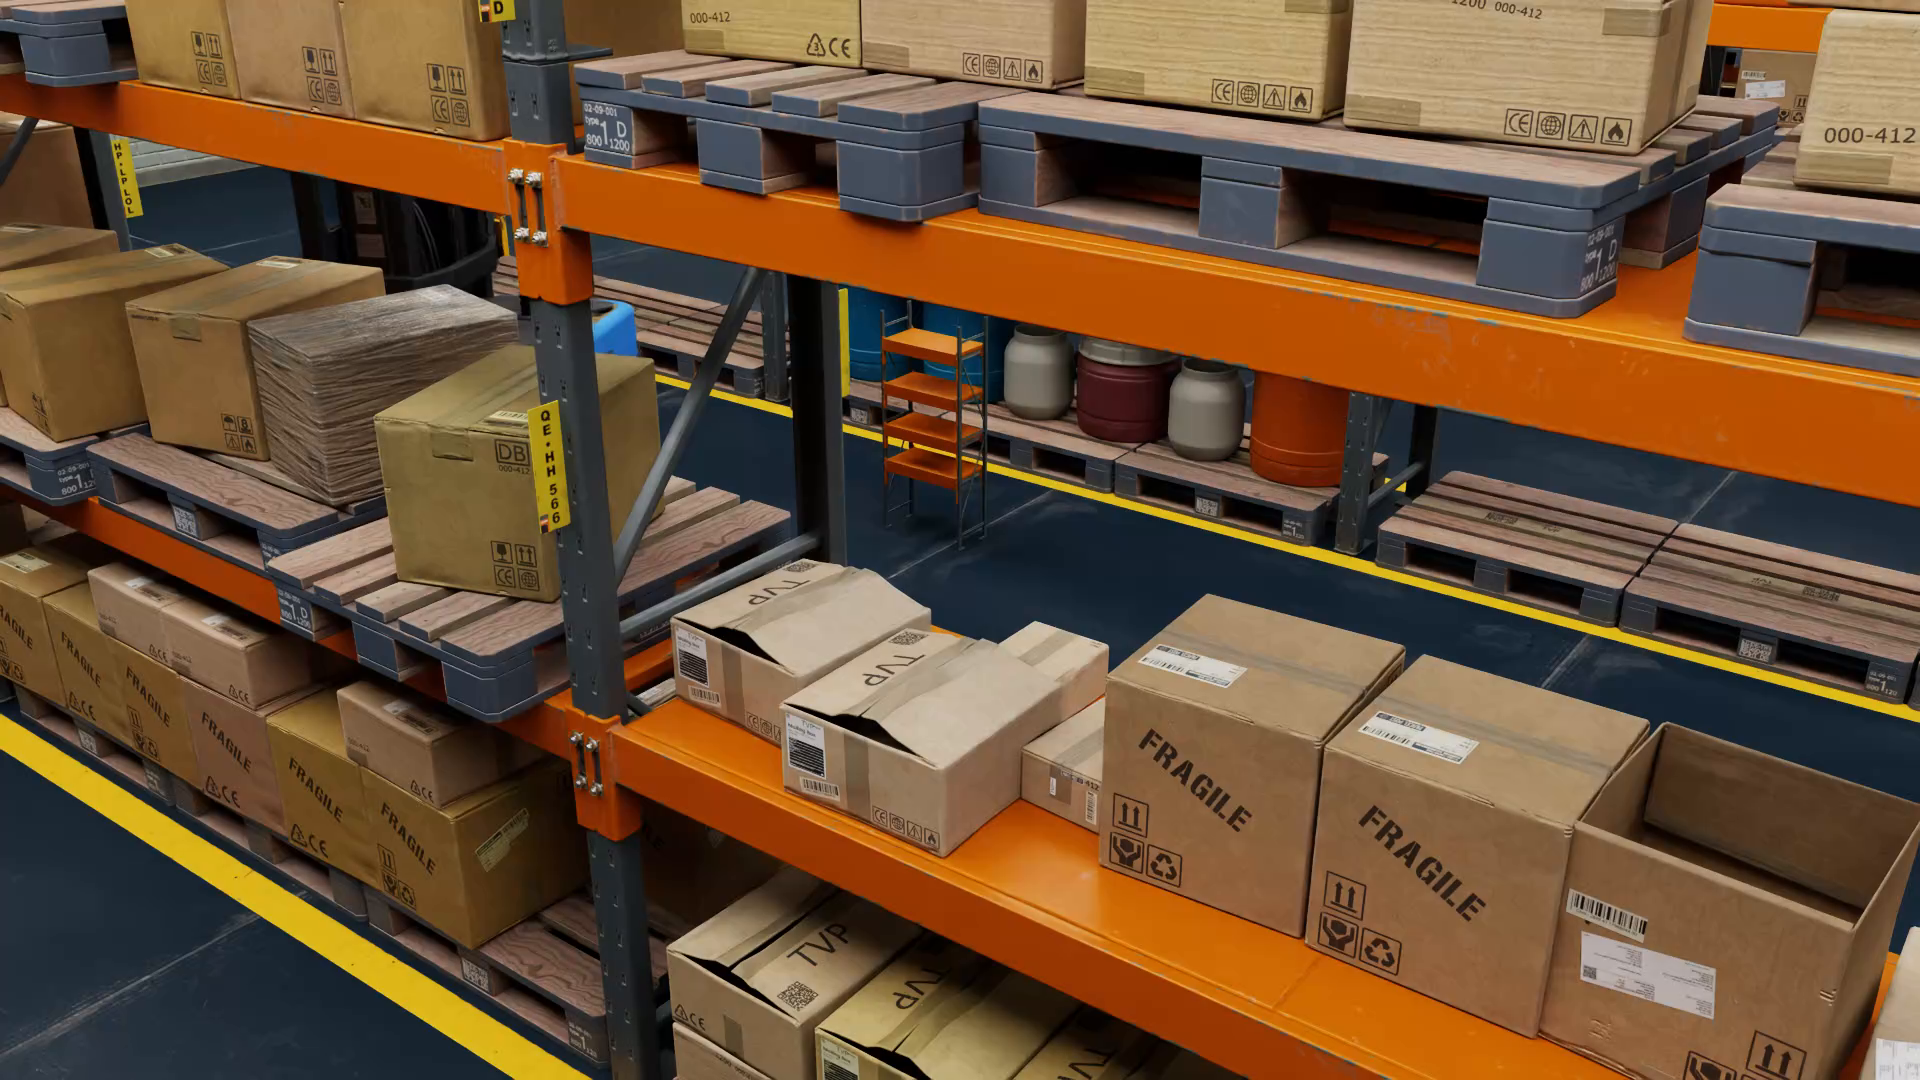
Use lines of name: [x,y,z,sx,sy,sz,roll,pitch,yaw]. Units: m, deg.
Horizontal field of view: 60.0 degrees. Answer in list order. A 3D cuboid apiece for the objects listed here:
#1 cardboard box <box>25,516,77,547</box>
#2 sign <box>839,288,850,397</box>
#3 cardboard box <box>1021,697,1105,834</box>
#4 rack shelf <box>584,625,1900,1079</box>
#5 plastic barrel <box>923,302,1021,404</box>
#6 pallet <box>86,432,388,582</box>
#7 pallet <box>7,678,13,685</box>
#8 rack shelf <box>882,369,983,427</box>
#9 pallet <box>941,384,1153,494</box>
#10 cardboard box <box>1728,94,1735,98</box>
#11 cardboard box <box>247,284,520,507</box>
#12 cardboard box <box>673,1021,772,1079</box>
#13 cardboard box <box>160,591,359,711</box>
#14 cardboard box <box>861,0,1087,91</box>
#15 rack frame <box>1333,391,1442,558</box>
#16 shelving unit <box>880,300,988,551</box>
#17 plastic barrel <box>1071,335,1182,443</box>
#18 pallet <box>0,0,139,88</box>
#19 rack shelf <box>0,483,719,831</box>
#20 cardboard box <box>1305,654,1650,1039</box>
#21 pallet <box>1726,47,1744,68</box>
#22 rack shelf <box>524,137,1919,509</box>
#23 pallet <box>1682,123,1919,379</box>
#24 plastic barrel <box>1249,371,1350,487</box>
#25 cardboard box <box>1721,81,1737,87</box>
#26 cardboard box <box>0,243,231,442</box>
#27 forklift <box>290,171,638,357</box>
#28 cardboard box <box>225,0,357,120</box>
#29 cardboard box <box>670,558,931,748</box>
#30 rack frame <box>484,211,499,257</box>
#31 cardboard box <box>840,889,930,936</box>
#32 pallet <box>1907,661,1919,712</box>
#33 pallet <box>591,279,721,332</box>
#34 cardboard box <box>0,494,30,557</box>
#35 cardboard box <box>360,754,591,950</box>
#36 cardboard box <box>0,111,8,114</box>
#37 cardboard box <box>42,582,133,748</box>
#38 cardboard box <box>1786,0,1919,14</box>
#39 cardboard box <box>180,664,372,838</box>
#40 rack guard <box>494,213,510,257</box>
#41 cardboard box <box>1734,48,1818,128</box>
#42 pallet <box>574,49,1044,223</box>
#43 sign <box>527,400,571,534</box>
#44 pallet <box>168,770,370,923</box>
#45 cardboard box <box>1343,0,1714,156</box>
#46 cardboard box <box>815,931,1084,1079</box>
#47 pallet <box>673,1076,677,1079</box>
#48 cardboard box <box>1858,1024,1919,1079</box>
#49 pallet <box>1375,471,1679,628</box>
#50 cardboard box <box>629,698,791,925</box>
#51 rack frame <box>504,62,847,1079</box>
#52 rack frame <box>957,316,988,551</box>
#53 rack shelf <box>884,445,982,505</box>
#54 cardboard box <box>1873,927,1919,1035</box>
cardboard box: [-4.098,0.029,7.753,0.500,0.311,0.500,17,29,33]
sign: [-0.361,-0.571,4.891,0.005,0.325,0.100,17,29,33]
cardboard box: [0.363,0.544,4.108,0.250,0.149,0.380,19,30,37]
rack shelf: [0.909,0.951,3.763,4.000,0.370,1.077,17,29,33]
plastic barrel: [0.074,-1.350,10.175,0.708,0.901,0.600,17,29,33]
pallet: [-2.250,-0.243,5.818,1.213,0.211,1.003,17,29,33]
pallet: [-4.441,0.281,7.851,1.213,0.211,1.003,17,29,33]
rack shelf: [-0.132,-0.732,8.536,0.480,0.148,0.258,17,29,33]
pallet: [0.655,-0.655,9.975,1.213,0.211,1.003,17,29,33]
cardboard box: [7.604,-4.105,15.996,0.500,0.250,0.500,16,28,32]
cardboard box: [-1.880,-0.498,5.516,0.700,0.500,0.500,-20,31,-38]
cardboard box: [-0.448,1.426,4.683,0.500,0.250,0.500,17,29,33]
cardboard box: [-2.449,0.329,5.908,0.500,0.250,0.500,16,29,32]
cardboard box: [0.136,-1.145,3.574,0.500,0.250,0.500,18,29,35]
rack frame: [2.283,-1.459,8.341,0.127,3.000,1.000,17,29,33]
shelving unit: [-0.132,-0.589,8.599,0.503,1.200,0.258,17,29,33]
plastic barrel: [0.977,-0.933,9.618,0.708,0.588,0.600,17,29,33]
pallet: [-2.580,-1.685,5.368,1.003,0.211,1.213,17,29,33]
rack shelf: [-2.291,-0.016,5.959,4.000,0.370,1.077,17,29,33]
cardboard box: [1.083,0.620,3.498,0.500,0.500,0.500,17,29,33]
pallet: [7.675,-4.683,15.896,1.003,0.211,1.213,17,29,33]
rack shelf: [0.909,-0.421,3.158,4.000,0.370,1.077,17,29,33]
pallet: [1.796,-0.389,2.429,1.217,0.209,0.805,16,28,31]
plastic barrel: [1.881,-0.771,8.950,0.708,0.830,0.600,17,29,33]
cardboard box: [9.983,-5.885,20.501,0.875,0.875,0.875,17,29,34]
cardboard box: [-3.058,-0.734,6.052,0.700,0.500,0.500,-21,31,-39]
forklift: [-3.320,-1.580,8.700,3.031,2.935,1.130,4,24,10]
cardboard box: [-1.468,-1.498,4.586,0.500,0.500,0.910,17,29,33]
cardboard box: [-0.426,0.281,4.502,0.500,0.311,0.500,19,30,36]
rack frame: [-4.119,-3.393,12.732,0.127,3.000,1.000,17,29,33]
cardboard box: [-0.124,0.995,4.965,0.500,0.311,0.500,18,29,35]
pallet: [4.832,0.607,7.110,1.213,0.211,1.003,17,29,33]
pallet: [-2.510,-1.610,12.143,1.213,0.211,1.003,17,29,33]
cardboard box: [-4.518,0.067,7.431,0.500,0.500,0.500,17,29,33]
cardboard box: [-1.580,0.930,5.472,0.500,0.500,0.500,18,30,35]
cardboard box: [-4.513,-1.662,7.437,0.500,0.500,0.500,16,28,32]
cardboard box: [-3.217,0.435,6.598,0.500,0.500,0.500,17,29,34]
cardboard box: [1.570,-1.026,2.373,0.500,0.500,0.500,20,31,38]
cardboard box: [-2.418,0.680,6.040,0.500,0.500,0.500,16,28,31]
rack guard: [-4.146,-2.251,13.239,0.348,0.500,1.175,17,29,33]
cardboard box: [5.709,-3.177,11.596,0.500,0.500,0.500,13,27,27]
pallet: [-0.094,-1.013,3.842,1.003,0.211,1.213,18,30,36]
sign: [-1.009,-0.178,4.096,0.005,0.325,0.100,17,29,33]
pallet: [-2.238,0.927,6.385,1.213,0.211,1.003,17,29,33]
cardboard box: [1.017,-0.873,2.955,0.500,0.250,0.500,14,27,29]
cardboard box: [-0.023,1.294,4.288,0.500,0.311,0.500,16,28,32]
pallet: [-0.056,1.626,4.798,1.213,0.211,1.003,17,29,33]
cardboard box: [1.696,1.014,2.896,0.258,0.266,0.396,16,28,32]
pallet: [2.879,0.017,8.450,1.213,0.211,1.003,17,29,33]
cardboard box: [-0.884,0.879,5.590,0.500,0.500,0.500,18,30,35]
rack frame: [-0.691,0.138,4.716,0.127,3.000,1.000,17,29,33]
rack frame: [0.063,-0.530,8.465,0.015,1.200,0.240,17,29,33]
rack shelf: [-0.132,-0.346,8.706,0.480,0.148,0.258,17,29,33]
cardboard box: [1.923,0.940,3.207,0.250,0.149,0.380,17,29,33]
